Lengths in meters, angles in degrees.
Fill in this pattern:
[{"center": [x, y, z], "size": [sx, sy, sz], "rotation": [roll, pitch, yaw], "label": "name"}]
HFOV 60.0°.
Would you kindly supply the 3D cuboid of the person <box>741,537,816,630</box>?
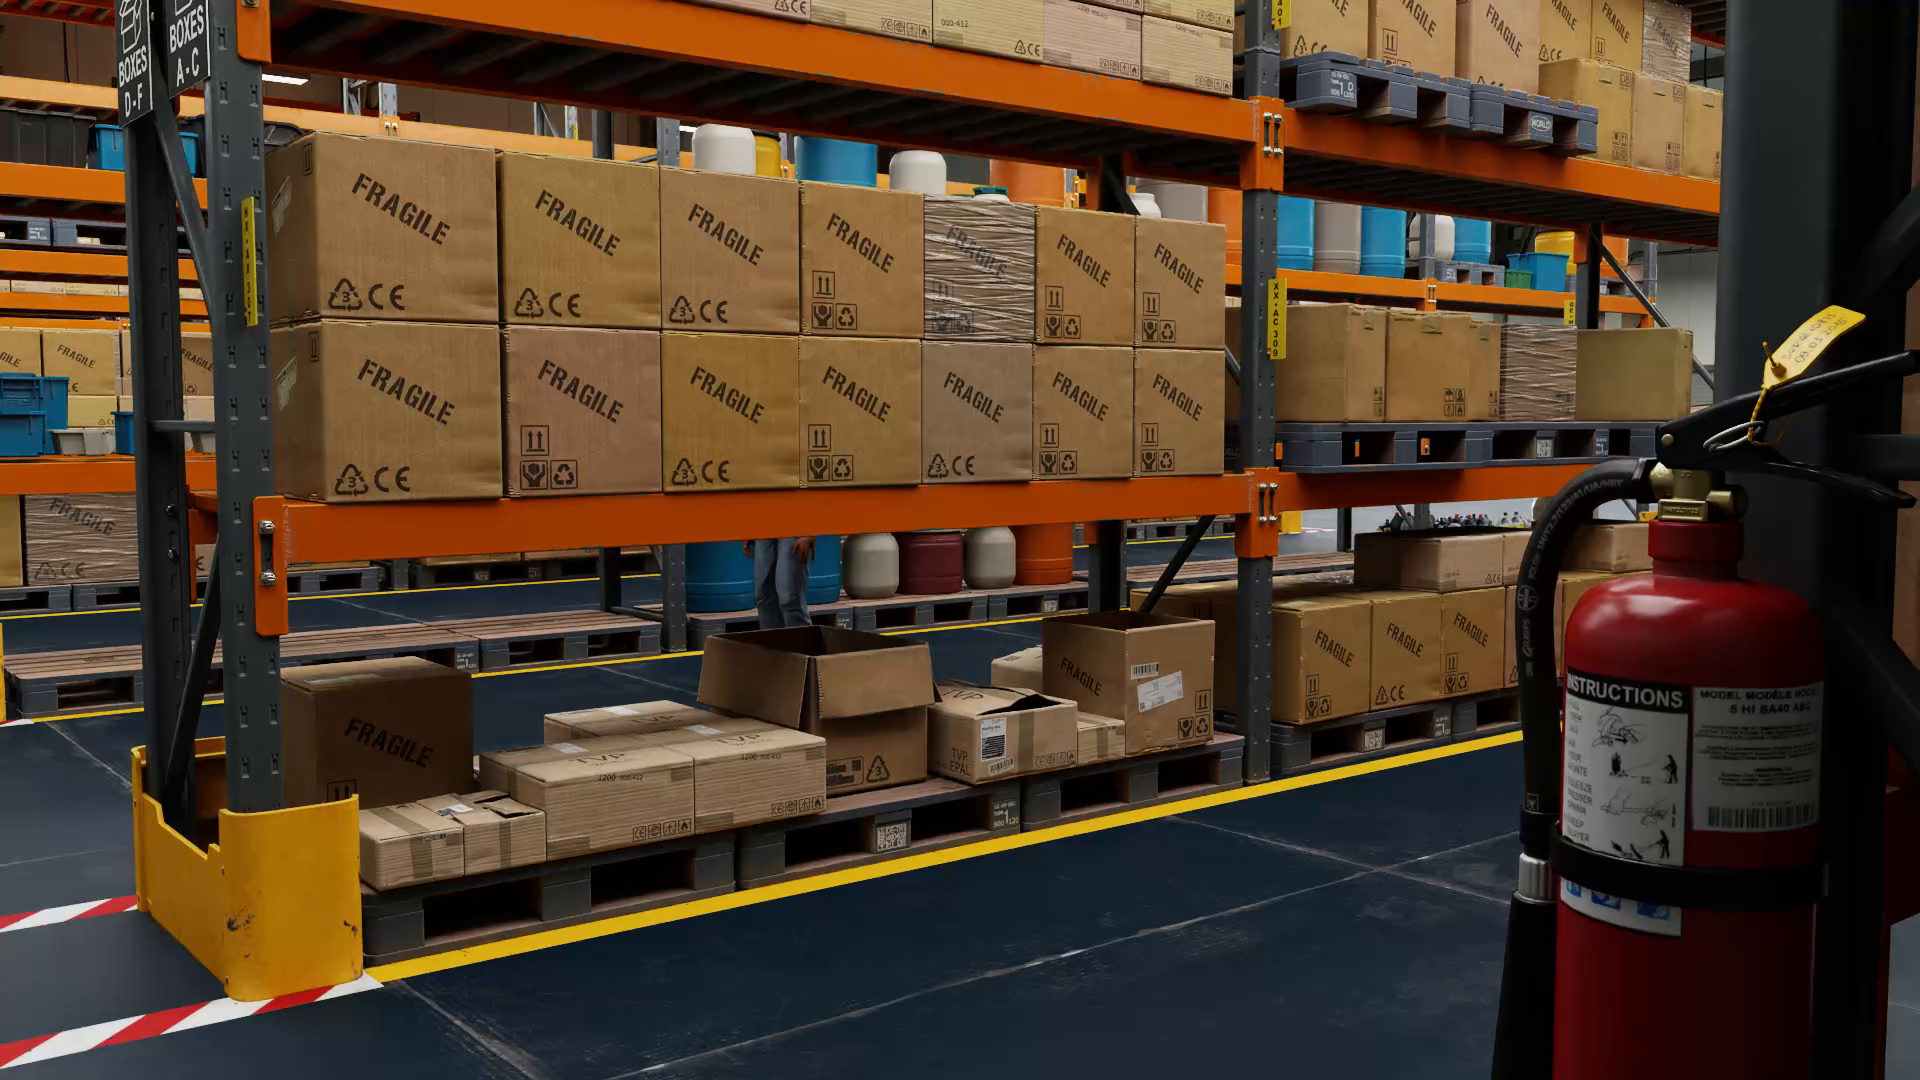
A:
[{"center": [-10.805, -4.151, 15.868], "size": [6.260, 9.002, 23.611], "rotation": [-4, 6, -41], "label": "person"}]
